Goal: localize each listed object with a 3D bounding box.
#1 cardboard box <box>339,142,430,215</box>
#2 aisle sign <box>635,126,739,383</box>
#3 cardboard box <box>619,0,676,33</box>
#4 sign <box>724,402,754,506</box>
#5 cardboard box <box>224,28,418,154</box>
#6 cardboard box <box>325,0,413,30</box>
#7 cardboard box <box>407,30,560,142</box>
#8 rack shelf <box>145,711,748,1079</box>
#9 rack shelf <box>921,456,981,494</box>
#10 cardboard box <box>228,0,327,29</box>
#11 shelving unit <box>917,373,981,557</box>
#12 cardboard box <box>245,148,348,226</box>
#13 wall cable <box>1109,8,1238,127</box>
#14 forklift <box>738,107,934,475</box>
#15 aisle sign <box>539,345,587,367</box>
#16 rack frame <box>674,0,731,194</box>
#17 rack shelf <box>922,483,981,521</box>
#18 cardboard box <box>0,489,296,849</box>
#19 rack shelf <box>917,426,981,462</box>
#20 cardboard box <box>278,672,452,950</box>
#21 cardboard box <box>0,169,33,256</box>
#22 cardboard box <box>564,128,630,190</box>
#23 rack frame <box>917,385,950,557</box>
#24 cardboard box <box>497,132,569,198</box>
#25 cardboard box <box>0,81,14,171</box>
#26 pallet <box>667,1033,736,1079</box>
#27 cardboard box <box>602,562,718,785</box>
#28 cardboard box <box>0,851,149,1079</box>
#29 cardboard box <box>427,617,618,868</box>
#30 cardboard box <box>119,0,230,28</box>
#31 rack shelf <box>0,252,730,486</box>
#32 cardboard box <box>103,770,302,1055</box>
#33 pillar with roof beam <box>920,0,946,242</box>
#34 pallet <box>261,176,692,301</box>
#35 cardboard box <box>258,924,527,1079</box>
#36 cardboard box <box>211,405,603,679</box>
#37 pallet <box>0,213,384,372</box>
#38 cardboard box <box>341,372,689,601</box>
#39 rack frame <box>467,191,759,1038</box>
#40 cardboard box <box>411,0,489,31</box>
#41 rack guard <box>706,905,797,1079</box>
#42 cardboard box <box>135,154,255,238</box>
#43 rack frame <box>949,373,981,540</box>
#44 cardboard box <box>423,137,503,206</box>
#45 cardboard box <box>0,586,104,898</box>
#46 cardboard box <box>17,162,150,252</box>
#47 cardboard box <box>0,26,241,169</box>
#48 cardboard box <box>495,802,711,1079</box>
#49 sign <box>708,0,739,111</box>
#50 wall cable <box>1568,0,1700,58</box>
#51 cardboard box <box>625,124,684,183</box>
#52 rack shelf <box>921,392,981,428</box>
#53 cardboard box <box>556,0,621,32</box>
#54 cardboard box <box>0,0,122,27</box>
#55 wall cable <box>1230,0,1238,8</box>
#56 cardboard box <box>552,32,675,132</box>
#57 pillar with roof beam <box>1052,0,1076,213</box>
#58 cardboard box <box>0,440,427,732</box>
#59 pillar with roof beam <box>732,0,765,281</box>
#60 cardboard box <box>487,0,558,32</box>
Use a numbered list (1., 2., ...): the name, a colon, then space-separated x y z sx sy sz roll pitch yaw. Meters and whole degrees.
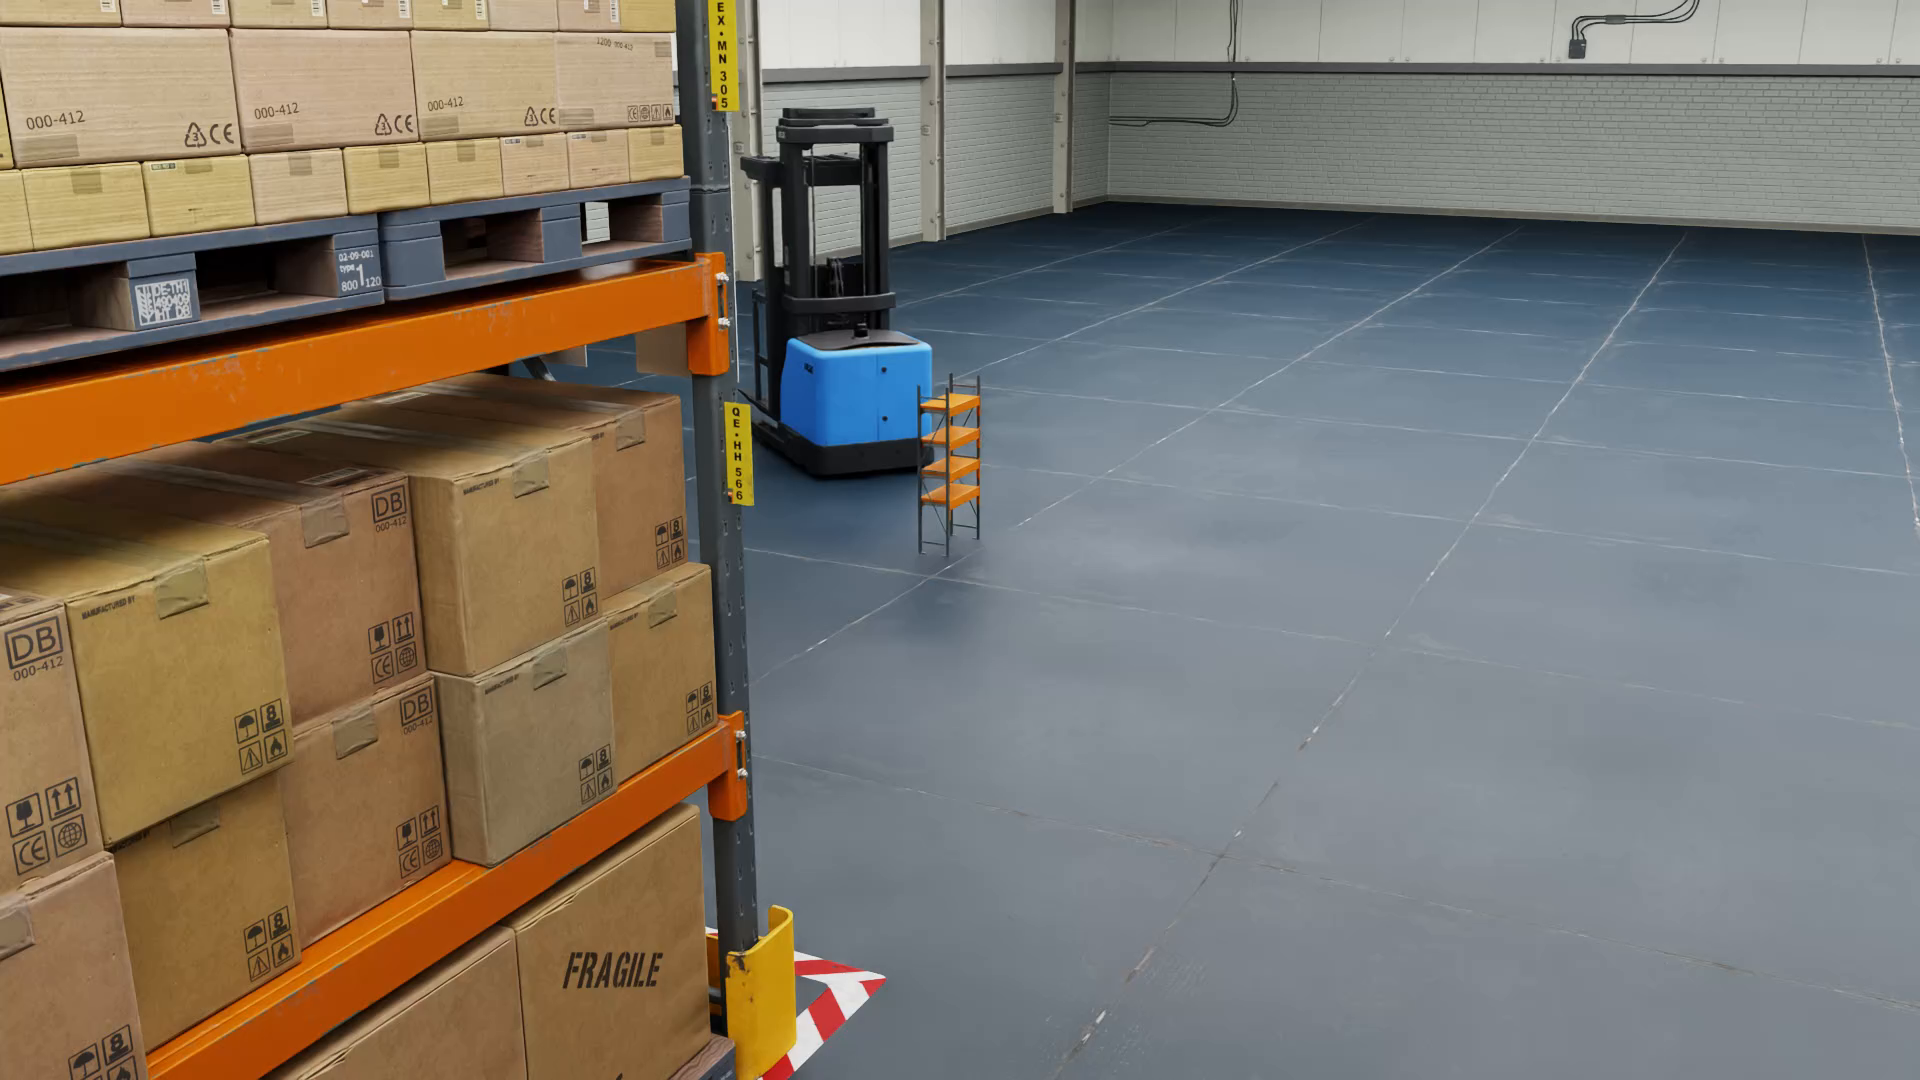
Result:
1. cardboard box: -1.474 -0.852 3.886 0.380 0.149 0.250 8 18 25
2. aisle sign: -0.874 -0.899 5.217 0.394 0.787 0.004 8 18 25
3. cardboard box: -1.021 -1.493 4.641 0.380 0.149 0.250 8 18 26
4. sign: -0.695 -0.269 5.211 0.100 0.325 0.005 8 18 25
5. cardboard box: -1.592 -1.015 3.734 0.500 0.250 0.500 8 18 25
6. cardboard box: -1.475 -1.234 3.772 0.380 0.149 0.250 8 18 26
7. cardboard box: -1.367 -1.143 4.164 0.500 0.250 0.500 8 18 25
8. rack shelf: -2.068 1.182 4.042 1.077 0.370 4.000 8 18 25
9. rack shelf: -0.074 -0.469 11.731 0.258 0.148 0.480 8 18 25
10. cardboard box: -1.589 -1.169 3.551 0.380 0.149 0.250 8 18 25
11. shelving unit: -0.074 -0.533 11.712 0.258 1.200 0.503 8 18 25
12. cardboard box: -1.588 -0.788 3.669 0.380 0.149 0.250 8 18 26
13. wall cable: 4.697 -10.456 36.875 3.097 2.526 0.112 8 18 25
14. forklift: -1.258 -2.311 14.658 1.130 2.935 3.031 -7 18 -22
15. aisle sign: -1.411 -0.975 5.474 0.394 0.787 0.004 8 18 25
16. rack frame: -1.174 -2.549 4.800 1.000 3.000 0.127 8 18 25
17. rack shelf: -0.074 -0.278 11.787 0.258 0.148 0.480 8 18 25
18. cardboard box: -2.030 0.256 3.734 0.875 0.550 0.500 8 18 25
19. rack shelf: -0.074 -0.683 11.667 0.258 0.148 0.480 8 18 25
20. cardboard box: -1.888 0.625 4.388 0.875 0.550 0.550 8 18 25
21. cardboard box: -1.927 -0.595 3.018 0.380 0.149 0.250 8 18 25
22. cardboard box: -1.133 -1.048 4.543 0.380 0.149 0.250 8 18 26
23. rack frame: -0.183 -0.471 11.502 0.240 1.200 0.015 8 18 25
24. cardboard box: -1.247 -0.982 4.322 0.380 0.149 0.250 8 18 26
25. cardboard box: -2.043 -0.758 2.868 0.500 0.250 0.500 8 18 25
26. pallet: -1.461 1.878 5.332 1.003 0.211 1.213 8 18 25
27. cardboard box: -1.299 0.356 5.295 0.875 0.550 0.550 8 18 25
28. cardboard box: -2.235 0.913 3.418 0.875 0.550 0.550 8 18 25
29. cardboard box: -1.526 0.498 4.814 0.875 0.550 0.550 8 18 25
30. cardboard box: -1.703 -1.104 3.333 0.380 0.149 0.250 8 18 26
31. rack shelf: -2.068 -0.256 3.615 1.077 0.370 4.000 8 18 25
32. cardboard box: -2.088 0.765 3.916 0.875 0.550 0.500 8 18 25
33. pillar with roof beam: 3.368 -9.286 27.484 9.100 9.000 0.400 8 18 25
34. pallet: -1.496 -0.878 4.599 1.003 0.211 1.213 8 18 25
35. cardboard box: -1.809 1.550 4.532 0.875 0.875 0.875 8 18 25
36. cardboard box: -1.538 -0.021 4.666 0.875 0.550 0.550 8 18 25
37. pallet: -2.040 -0.566 3.549 1.003 0.211 1.213 8 18 25
38. cardboard box: -1.375 -0.173 5.178 0.875 0.550 0.550 8 18 25
39. rack frame: -1.174 0.327 5.654 1.000 3.000 0.127 8 18 25
40. cardboard box: -1.363 -1.298 3.985 0.380 0.149 0.250 8 19 26
41. rack guard: -1.163 1.519 6.031 1.175 0.500 0.348 8 18 25
42. cardboard box: -1.701 -0.723 3.451 0.380 0.149 0.250 8 18 26
43. rack frame: 0.035 -0.595 11.921 0.240 1.200 0.015 8 18 25
44. cardboard box: -1.360 -0.918 4.106 0.380 0.149 0.250 8 18 26
45. cardboard box: -2.260 0.392 3.276 0.875 0.550 0.550 8 18 25
46. cardboard box: -1.815 -0.658 3.230 0.380 0.149 0.250 8 18 26
47. cardboard box: -1.818 -0.887 3.302 0.500 0.250 0.500 8 18 26
48. cardboard box: -1.418 1.326 5.287 0.875 0.875 0.875 8 18 26
49. sign: -0.695 -1.425 4.868 0.100 0.325 0.005 8 18 25
50. wall cable: 13.183 -12.363 31.869 2.305 6.003 0.169 8 18 25
51. cardboard box: -1.019 -1.112 4.759 0.380 0.149 0.250 8 18 25
52. rack shelf: -0.074 -0.910 11.600 0.258 0.148 0.480 8 18 25
53. cardboard box: -1.134 -1.429 4.428 0.380 0.149 0.250 8 18 26
54. cardboard box: -1.815 -1.040 3.116 0.380 0.149 0.250 8 18 25
55. wall cable: 7.118 -12.532 34.998 3.097 2.526 0.112 8 18 25
56. cardboard box: -1.143 -1.270 4.593 0.500 0.250 0.500 8 18 26
57. pillar with roof beam: 6.049 -10.814 32.629 9.100 9.000 0.400 8 18 25
58. cardboard box: -1.910 0.104 4.244 0.875 0.550 0.550 8 18 25
59. pillar with roof beam: 0.687 -7.758 22.338 9.100 9.000 0.400 8 18 25
60. cardboard box: -1.248 -1.364 4.208 0.380 0.149 0.250 8 19 26
